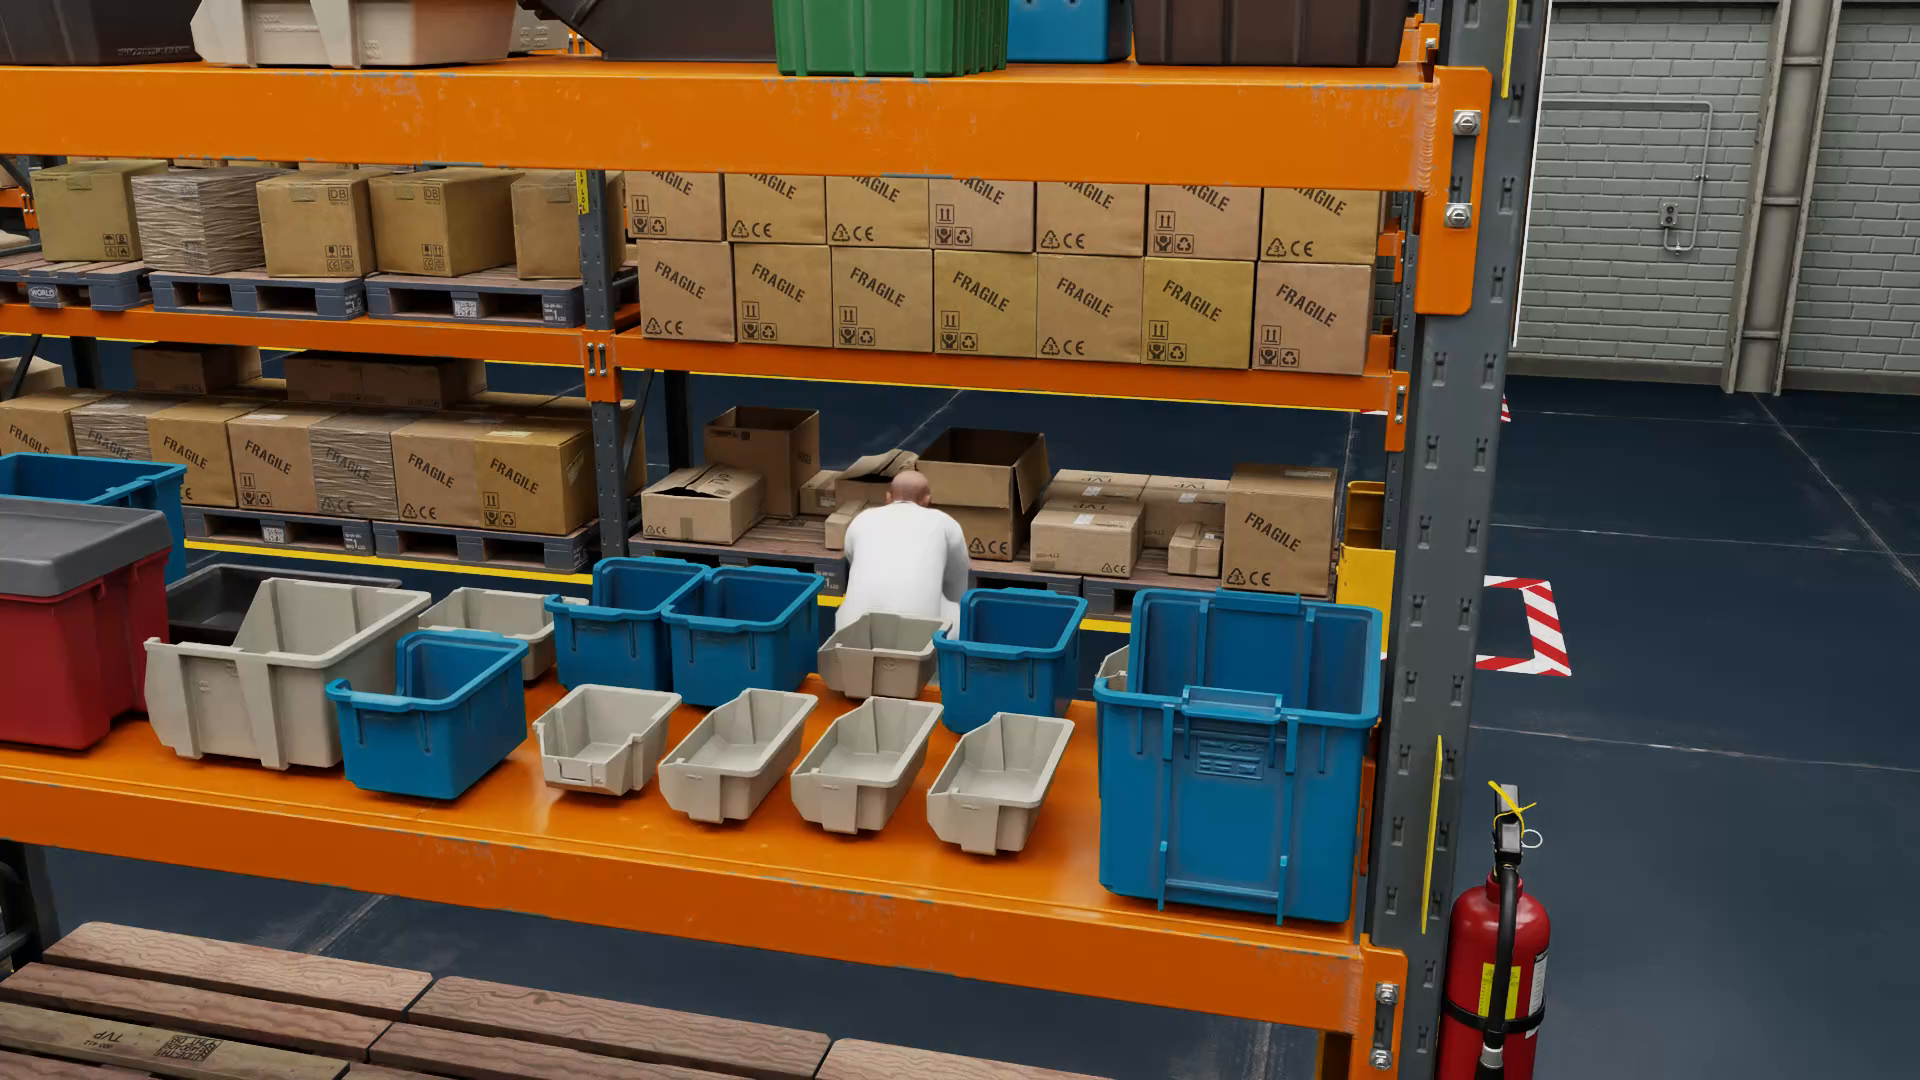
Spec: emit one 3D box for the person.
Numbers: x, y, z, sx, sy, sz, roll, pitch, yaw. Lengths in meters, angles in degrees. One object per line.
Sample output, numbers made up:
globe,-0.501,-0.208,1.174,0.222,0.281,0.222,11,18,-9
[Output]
person,-0.227,0.264,7.035,0.577,1.000,0.938,4,18,12
